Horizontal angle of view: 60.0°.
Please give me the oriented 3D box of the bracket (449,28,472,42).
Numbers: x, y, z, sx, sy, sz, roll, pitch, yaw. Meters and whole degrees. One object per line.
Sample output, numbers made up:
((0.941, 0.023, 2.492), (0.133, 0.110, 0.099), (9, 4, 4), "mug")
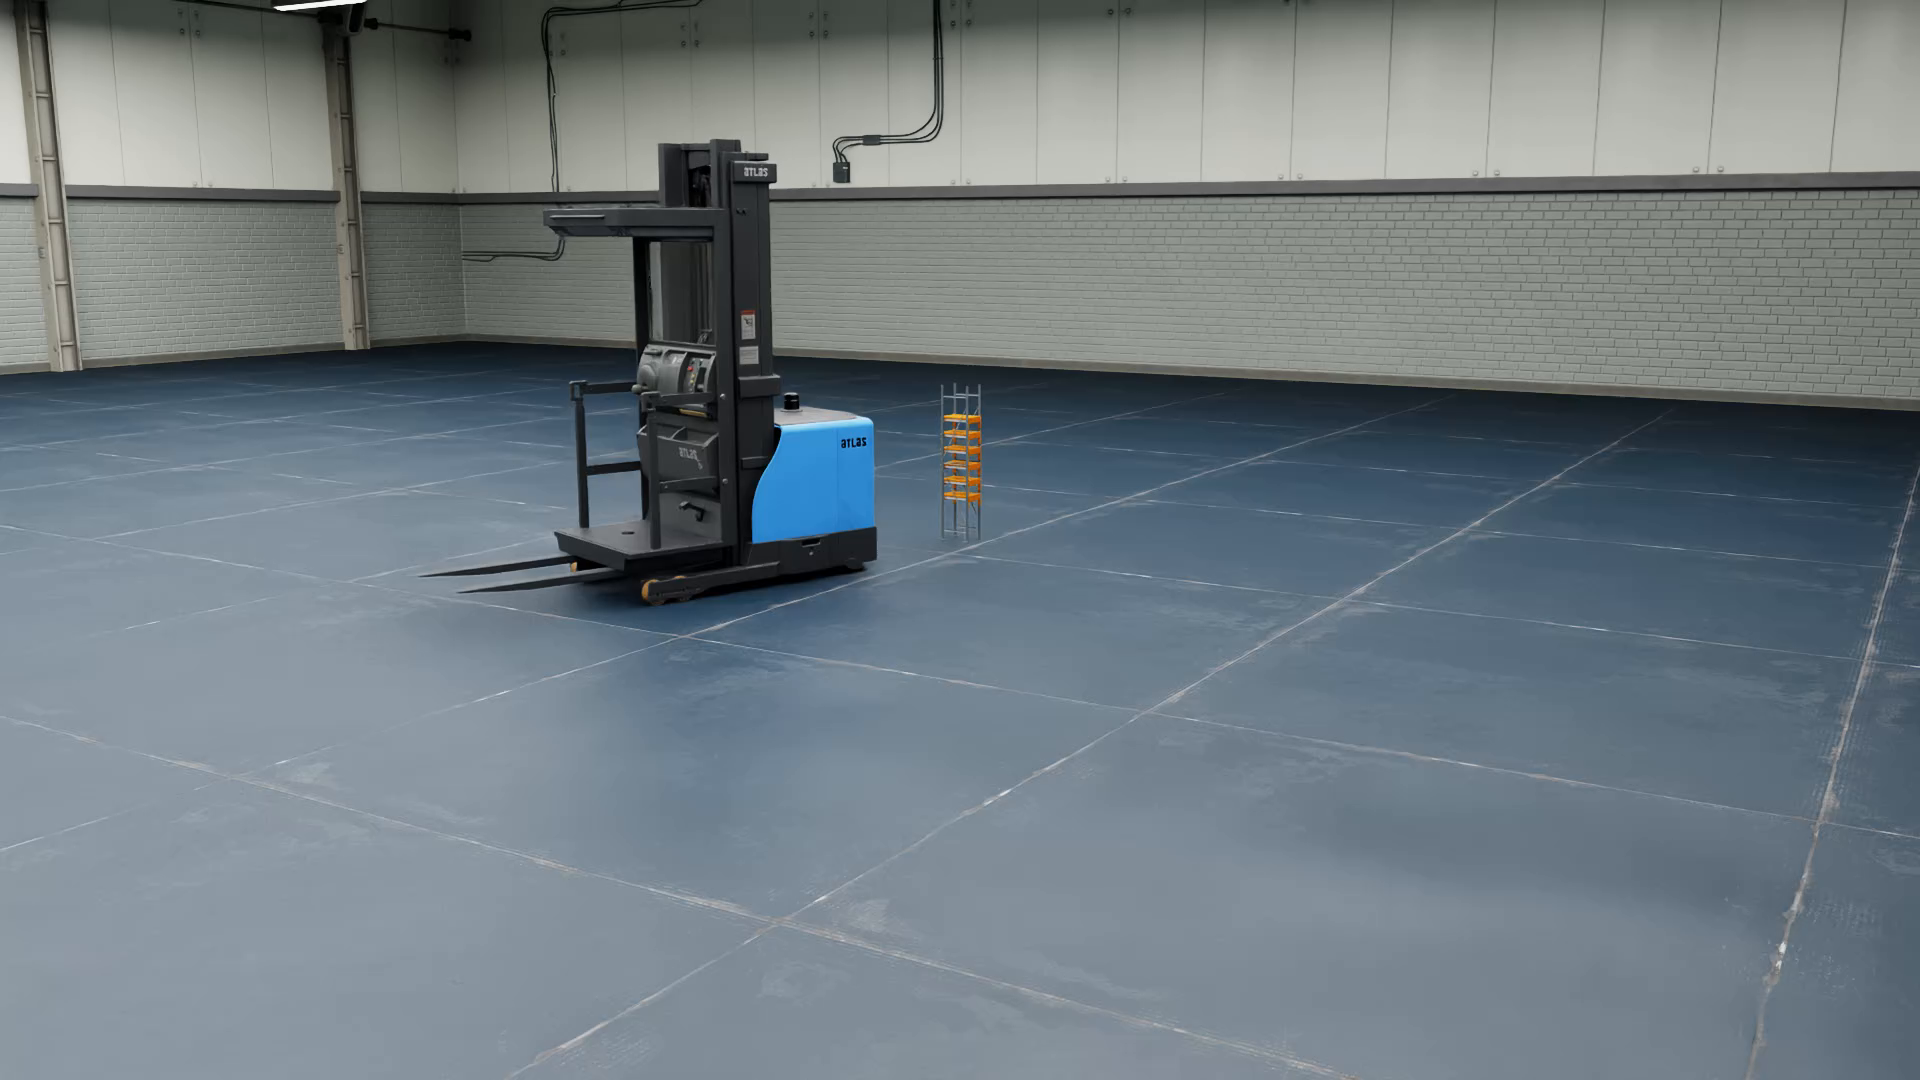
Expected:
((-10.318, -10.421, 34.295), (0.235, 0.232, 0.430), (6, 12, 31), "bracket")

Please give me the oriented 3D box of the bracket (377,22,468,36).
((-10.625, -10.328, 33.799), (0.076, 0.066, 3.189), (6, 12, 31), "bracket")

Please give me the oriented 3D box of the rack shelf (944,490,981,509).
((0.008, -0.312, 12.823), (0.258, 0.103, 0.180), (6, 12, 31), "rack shelf")

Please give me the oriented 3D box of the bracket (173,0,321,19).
((-13.317, -9.512, 29.442), (0.076, 0.066, 4.783), (6, 12, 31), "bracket")

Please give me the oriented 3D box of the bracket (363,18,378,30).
((-11.548, -10.048, 32.304), (0.235, 0.232, 0.430), (6, 12, 31), "bracket")

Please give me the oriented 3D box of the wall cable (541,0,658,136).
((-7.095, -9.282, 32.708), (3.097, 2.526, 0.112), (6, 12, 31), "wall cable")

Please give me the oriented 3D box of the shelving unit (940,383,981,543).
((0.008, -0.592, 12.770), (0.258, 1.200, 0.189), (6, 12, 31), "shelving unit")

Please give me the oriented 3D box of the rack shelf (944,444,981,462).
((0.008, -0.666, 12.757), (0.258, 0.103, 0.180), (6, 12, 31), "rack shelf")

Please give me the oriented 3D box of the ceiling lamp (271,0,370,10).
((-10.014, -10.055, 26.261), (2.000, 3.185, 0.800), (6, 12, 31), "ceiling lamp")

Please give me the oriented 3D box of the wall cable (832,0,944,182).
((-1.302, -9.346, 29.097), (2.305, 6.003, 0.169), (6, 12, 31), "wall cable")

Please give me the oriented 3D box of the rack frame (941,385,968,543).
((-0.040, -0.578, 12.694), (0.240, 1.200, 0.006), (6, 12, 31), "rack frame")

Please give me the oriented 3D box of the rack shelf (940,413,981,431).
((0.008, -0.902, 12.712), (0.258, 0.103, 0.180), (6, 12, 31), "rack shelf")

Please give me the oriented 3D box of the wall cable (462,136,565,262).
((-9.408, -7.058, 34.553), (3.097, 2.526, 0.112), (6, 12, 31), "wall cable")

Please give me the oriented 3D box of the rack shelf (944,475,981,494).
((0.008, -0.430, 12.801), (0.258, 0.103, 0.180), (6, 12, 31), "rack shelf")

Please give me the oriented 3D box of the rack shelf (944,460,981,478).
((0.008, -0.548, 12.779), (0.258, 0.103, 0.180), (6, 12, 31), "rack shelf")

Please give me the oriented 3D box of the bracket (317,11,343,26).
((-11.979, -9.917, 31.607), (0.235, 0.232, 0.430), (6, 12, 31), "bracket")

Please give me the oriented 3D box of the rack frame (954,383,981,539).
((0.055, -0.606, 12.847), (0.240, 1.200, 0.006), (6, 12, 31), "rack frame")

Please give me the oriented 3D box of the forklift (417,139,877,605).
((-2.049, -1.132, 10.951), (3.031, 2.935, 1.130), (-9, 14, -39), "forklift")

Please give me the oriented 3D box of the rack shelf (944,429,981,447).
((0.008, -0.784, 12.734), (0.258, 0.103, 0.180), (6, 12, 31), "rack shelf")

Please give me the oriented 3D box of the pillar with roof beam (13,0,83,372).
((-11.503, -6.892, 25.230), (9.100, 9.000, 0.548), (6, 12, 31), "pillar with roof beam")

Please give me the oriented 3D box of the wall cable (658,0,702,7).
((-4.450, -11.222, 30.710), (3.097, 2.526, 0.112), (6, 12, 31), "wall cable")

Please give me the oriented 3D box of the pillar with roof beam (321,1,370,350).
((-8.388, -7.836, 30.271), (9.100, 9.000, 0.548), (6, 12, 31), "pillar with roof beam")
